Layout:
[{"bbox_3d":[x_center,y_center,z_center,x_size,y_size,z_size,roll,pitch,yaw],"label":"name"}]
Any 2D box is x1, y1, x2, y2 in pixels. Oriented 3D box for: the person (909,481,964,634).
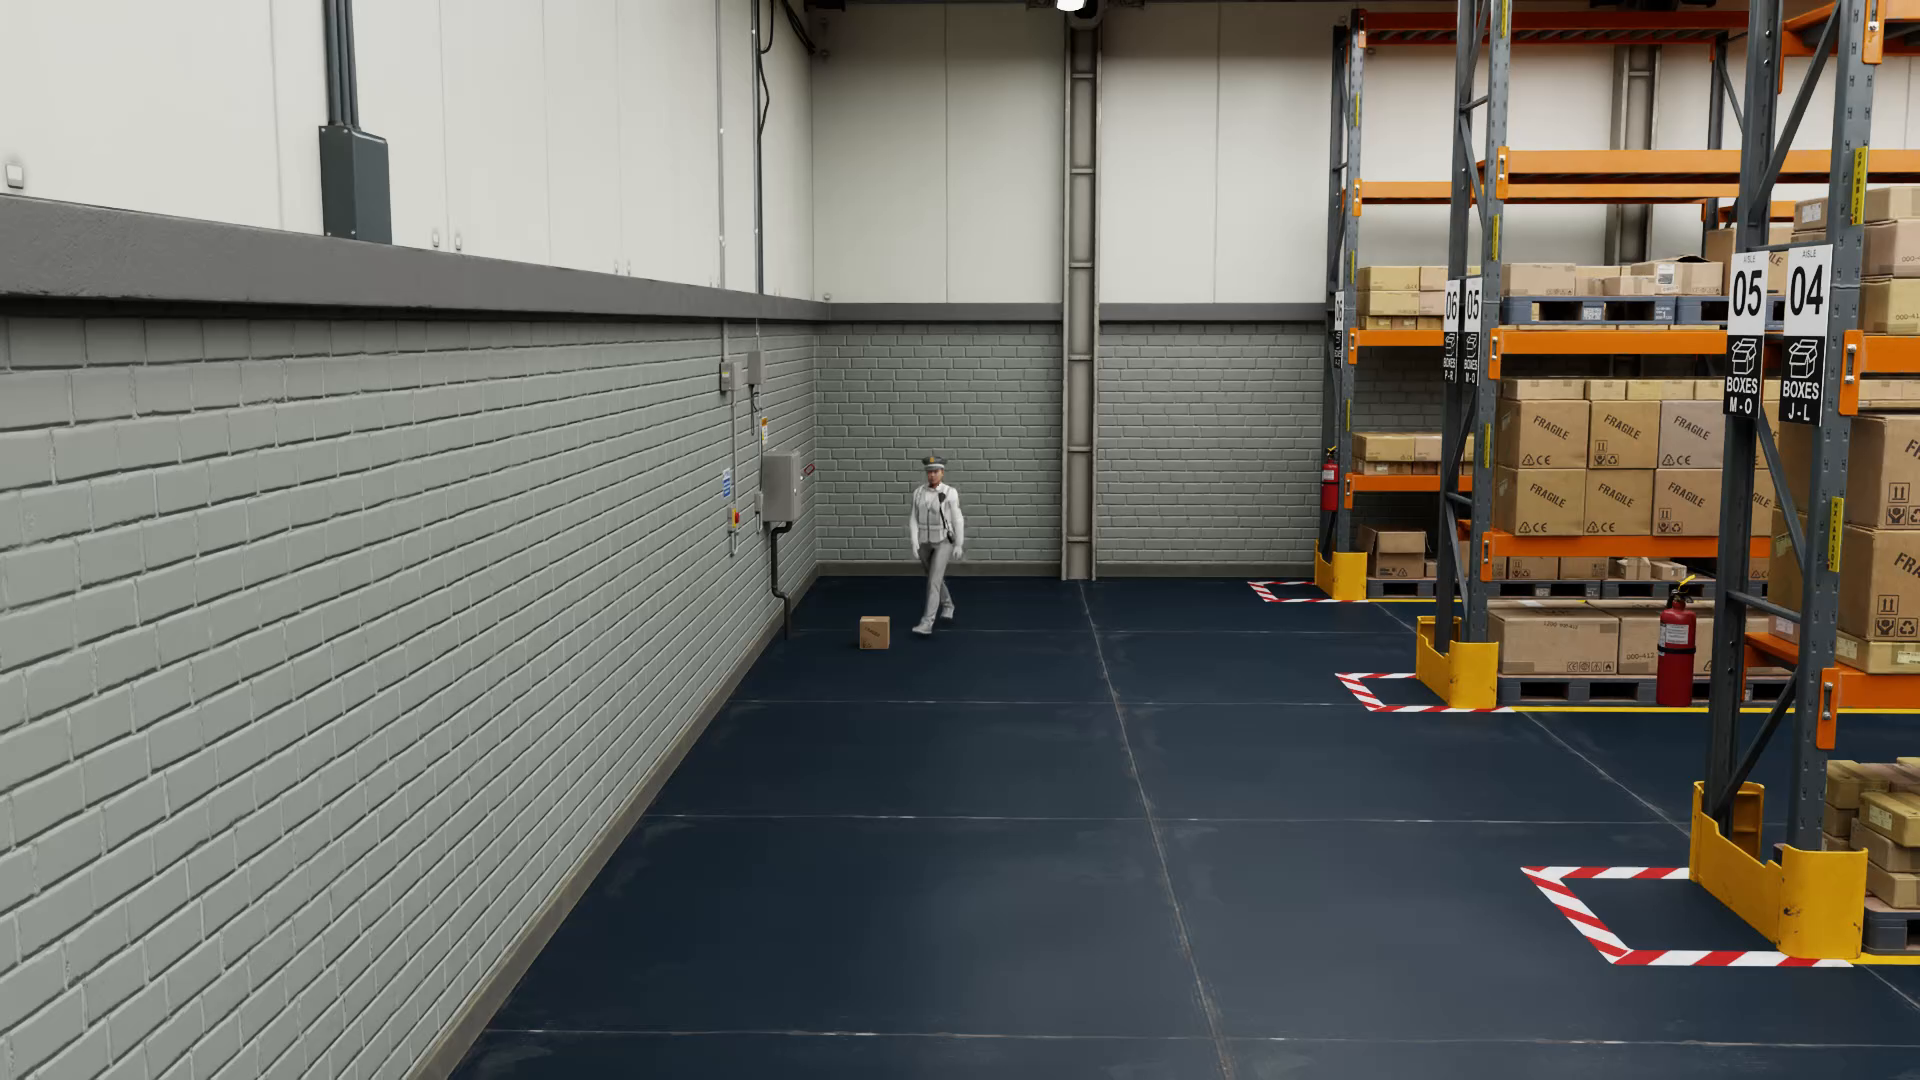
[{"bbox_3d":[-0.228,0.143,15.527,0.471,1.402,1.005,4,8,26],"label":"person"}]
